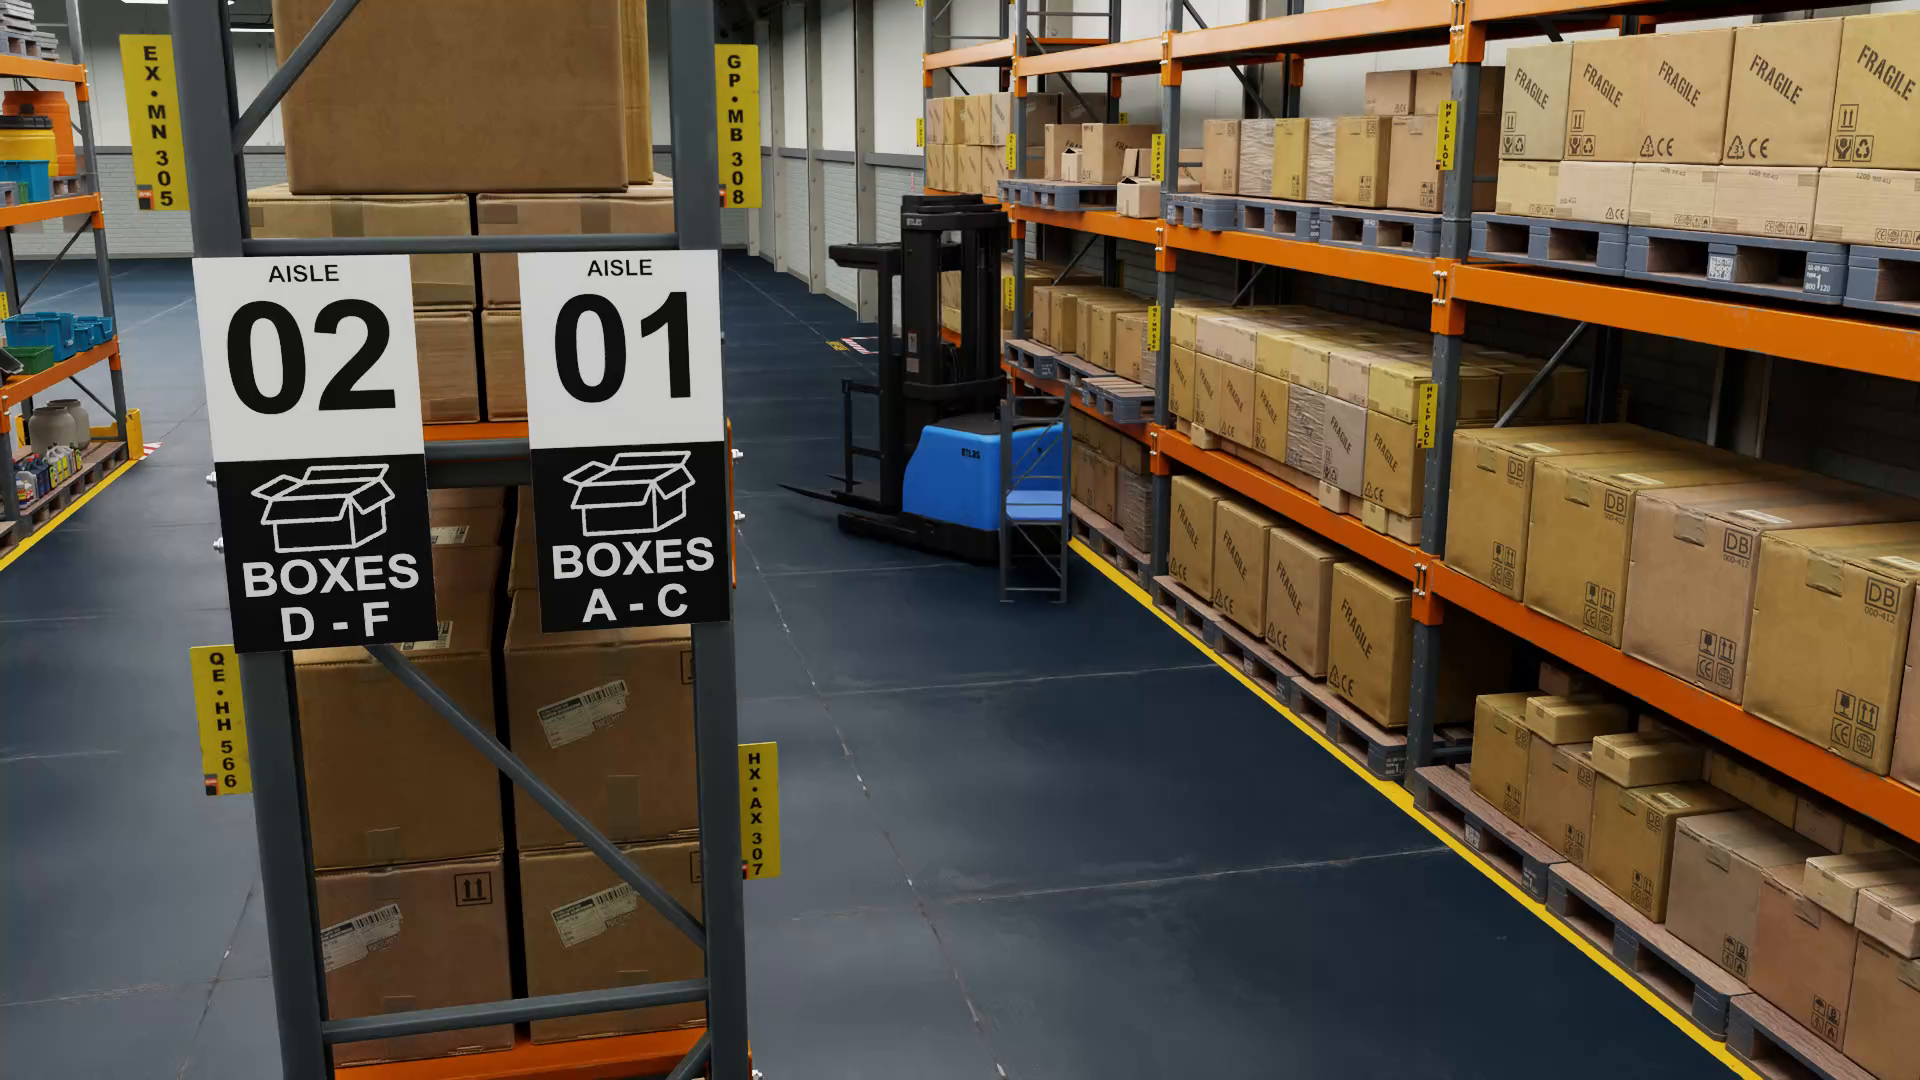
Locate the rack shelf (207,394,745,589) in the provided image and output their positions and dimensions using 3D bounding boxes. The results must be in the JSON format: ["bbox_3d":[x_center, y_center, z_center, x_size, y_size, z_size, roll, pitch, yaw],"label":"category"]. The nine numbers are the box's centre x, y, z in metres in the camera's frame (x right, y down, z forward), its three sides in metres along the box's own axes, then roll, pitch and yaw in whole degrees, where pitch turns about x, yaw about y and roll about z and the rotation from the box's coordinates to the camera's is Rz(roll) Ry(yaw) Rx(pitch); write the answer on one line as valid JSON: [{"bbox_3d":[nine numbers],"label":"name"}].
[{"bbox_3d":[-1.457,-0.503,5.362,1.077,0.370,4.000,-3,14,-13],"label":"rack shelf"}]

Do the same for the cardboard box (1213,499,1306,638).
[{"bbox_3d":[2.193,0.163,11.084,0.750,0.750,0.750,-3,14,-13],"label":"cardboard box"}]

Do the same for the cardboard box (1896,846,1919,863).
[{"bbox_3d":[3.669,1.229,6.091,0.380,0.149,0.250,-3,14,-13],"label":"cardboard box"}]

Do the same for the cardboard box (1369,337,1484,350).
[{"bbox_3d":[2.781,-1.057,9.975,0.500,0.250,0.500,-4,14,-15],"label":"cardboard box"}]

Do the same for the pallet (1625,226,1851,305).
[{"bbox_3d":[3.352,-1.078,6.384,1.003,0.211,1.213,-3,14,-13],"label":"pallet"}]

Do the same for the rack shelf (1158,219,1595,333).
[{"bbox_3d":[2.418,-1.703,10.273,1.077,0.370,4.000,-3,14,-13],"label":"rack shelf"}]

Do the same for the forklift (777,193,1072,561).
[{"bbox_3d":[-0.433,-1.531,14.518,1.130,2.935,3.031,-13,19,-42],"label":"forklift"}]

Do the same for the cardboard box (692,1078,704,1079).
[{"bbox_3d":[-1.074,1.816,5.540,0.500,0.250,0.500,-3,14,-13],"label":"cardboard box"}]

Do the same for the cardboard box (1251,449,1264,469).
[{"bbox_3d":[2.129,-0.560,10.887,0.380,0.149,0.250,-3,14,-12],"label":"cardboard box"}]

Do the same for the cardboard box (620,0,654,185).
[{"bbox_3d":[-1.159,-1.163,4.230,0.700,0.500,0.500,-3,14,-13],"label":"cardboard box"}]

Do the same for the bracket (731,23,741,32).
[{"bbox_3d":[-6.219,-14.257,46.238,0.235,0.232,0.430,-3,14,-13],"label":"bracket"}]

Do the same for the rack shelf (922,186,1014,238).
[{"bbox_3d":[0.539,-3.548,17.827,1.077,0.370,4.000,-3,14,-13],"label":"rack shelf"}]

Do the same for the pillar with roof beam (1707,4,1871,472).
[{"bbox_3d":[-0.292,-2.695,6.497,9.100,9.000,0.400,-3,14,-13],"label":"pillar with roof beam"}]

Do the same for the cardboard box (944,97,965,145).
[{"bbox_3d":[0.123,-4.565,18.111,0.500,0.500,0.500,-3,14,-12],"label":"cardboard box"}]

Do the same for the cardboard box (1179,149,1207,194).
[{"bbox_3d":[2.002,-2.751,12.794,0.500,0.500,0.500,-3,14,-13],"label":"cardboard box"}]

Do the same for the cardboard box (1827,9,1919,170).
[{"bbox_3d":[3.283,-1.482,5.493,0.500,0.500,0.500,-3,14,-11],"label":"cardboard box"}]

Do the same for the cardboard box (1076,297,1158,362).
[{"bbox_3d":[1.404,-1.843,14.512,0.700,0.500,0.500,-1,14,-5],"label":"cardboard box"}]

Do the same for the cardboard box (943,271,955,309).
[{"bbox_3d":[0.111,-2.842,18.435,0.500,0.500,0.500,-4,14,-15],"label":"cardboard box"}]

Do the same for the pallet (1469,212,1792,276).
[{"bbox_3d":[3.069,-1.359,7.534,1.003,0.211,1.213,-3,14,-13],"label":"pallet"}]

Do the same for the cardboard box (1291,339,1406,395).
[{"bbox_3d":[2.298,-1.031,9.865,0.500,0.250,0.500,-3,14,-12],"label":"cardboard box"}]

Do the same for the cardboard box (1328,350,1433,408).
[{"bbox_3d":[2.418,-0.913,9.384,0.500,0.250,0.500,-3,14,-12],"label":"cardboard box"}]

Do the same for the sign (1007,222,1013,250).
[{"bbox_3d":[0.613,-3.644,19.918,0.100,0.325,0.005,-3,14,-13],"label":"sign"}]

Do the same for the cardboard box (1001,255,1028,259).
[{"bbox_3d":[0.495,-2.990,19.038,0.500,0.500,0.500,-3,14,-12],"label":"cardboard box"}]

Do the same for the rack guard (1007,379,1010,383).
[{"bbox_3d":[0.087,-1.670,20.211,1.175,0.500,0.348,-3,14,-13],"label":"rack guard"}]

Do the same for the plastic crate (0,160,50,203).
[{"bbox_3d":[-8.820,-3.376,15.639,0.392,0.384,0.575,-3,14,-13],"label":"plastic crate"}]

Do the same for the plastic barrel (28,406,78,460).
[{"bbox_3d":[-9.214,-1.082,16.894,0.421,0.512,0.421,0,14,0],"label":"plastic barrel"}]

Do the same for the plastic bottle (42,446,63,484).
[{"bbox_3d":[-8.552,-0.705,15.647,0.144,0.351,0.185,-3,14,-14],"label":"plastic bottle"}]

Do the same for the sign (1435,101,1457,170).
[{"bbox_3d":[2.362,-1.963,8.067,0.100,0.325,0.005,-3,14,-13],"label":"sign"}]

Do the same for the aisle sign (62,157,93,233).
[{"bbox_3d":[-9.289,-3.646,17.553,0.394,0.787,0.004,-3,14,-13],"label":"aisle sign"}]

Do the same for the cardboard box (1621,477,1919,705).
[{"bbox_3d":[3.345,0.182,6.728,0.980,0.700,0.700,-4,14,-16],"label":"cardboard box"}]

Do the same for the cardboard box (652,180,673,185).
[{"bbox_3d":[-0.966,-0.810,4.365,0.500,0.250,0.500,-3,14,-13],"label":"cardboard box"}]

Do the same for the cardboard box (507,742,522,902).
[{"bbox_3d":[-1.482,0.810,4.582,0.500,0.500,0.500,-3,14,-13],"label":"cardboard box"}]

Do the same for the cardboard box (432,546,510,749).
[{"bbox_3d":[-1.479,0.328,4.448,0.500,0.500,0.500,-3,14,-12],"label":"cardboard box"}]

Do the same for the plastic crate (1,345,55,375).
[{"bbox_3d":[-8.666,-1.653,15.320,0.450,0.188,0.662,-3,14,-13],"label":"plastic crate"}]

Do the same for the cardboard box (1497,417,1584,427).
[{"bbox_3d":[3.024,-0.457,9.097,0.500,0.500,0.500,-4,14,-15],"label":"cardboard box"}]

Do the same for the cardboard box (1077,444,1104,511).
[{"bbox_3d":[1.448,-0.574,14.794,0.700,0.500,0.500,-3,14,-13],"label":"cardboard box"}]

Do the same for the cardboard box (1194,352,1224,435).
[{"bbox_3d":[1.927,-1.012,11.368,0.500,0.500,0.500,-3,14,-11],"label":"cardboard box"}]

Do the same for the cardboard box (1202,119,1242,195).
[{"bbox_3d":[2.115,-2.669,11.575,0.700,0.500,0.500,-4,14,-18],"label":"cardboard box"}]

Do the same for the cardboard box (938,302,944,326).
[{"bbox_3d":[0.011,-2.590,18.981,0.500,0.250,0.500,-4,14,-15],"label":"cardboard box"}]

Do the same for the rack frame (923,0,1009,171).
[{"bbox_3d":[0.069,-5.816,19.274,1.000,3.000,0.127,-3,14,-13],"label":"rack frame"}]

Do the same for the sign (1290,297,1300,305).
[{"bbox_3d":[2.487,-1.651,12.424,0.100,0.325,0.005,-3,14,-13],"label":"sign"}]

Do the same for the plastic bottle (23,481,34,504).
[{"bbox_3d":[-8.318,-0.426,14.821,0.097,0.201,0.097,0,14,0],"label":"plastic bottle"}]

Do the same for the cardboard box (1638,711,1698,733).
[{"bbox_3d":[3.310,0.877,7.531,0.380,0.149,0.250,-4,14,-15],"label":"cardboard box"}]

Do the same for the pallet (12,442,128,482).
[{"bbox_3d":[-9.312,-0.793,17.227,1.003,0.211,1.213,-3,14,-13],"label":"pallet"}]

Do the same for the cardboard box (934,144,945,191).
[{"bbox_3d":[-0.004,-4.201,18.727,0.500,0.500,0.500,-2,14,-9],"label":"cardboard box"}]

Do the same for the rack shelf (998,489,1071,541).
[{"bbox_3d":[0.585,-0.204,12.859,0.538,0.185,1.000,1,14,4],"label":"rack shelf"}]

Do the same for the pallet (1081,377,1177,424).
[{"bbox_3d":[1.677,-1.122,13.103,1.213,0.211,1.003,-3,14,-13],"label":"pallet"}]

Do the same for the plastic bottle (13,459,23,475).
[{"bbox_3d":[-8.548,-0.555,15.035,0.144,0.351,0.185,-3,14,-13],"label":"plastic bottle"}]

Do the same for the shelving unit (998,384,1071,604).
[{"bbox_3d":[0.585,-0.379,12.816,0.538,1.500,1.048,1,14,4],"label":"shelving unit"}]

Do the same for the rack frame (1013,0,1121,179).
[{"bbox_3d":[1.008,-4.894,15.497,1.000,3.000,0.127,-3,14,-13],"label":"rack frame"}]

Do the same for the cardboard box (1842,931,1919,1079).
[{"bbox_3d":[3.565,1.643,5.763,0.700,0.500,0.500,-3,14,-13],"label":"cardboard box"}]

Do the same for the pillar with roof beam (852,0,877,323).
[{"bbox_3d":[-5.929,-8.232,29.159,9.100,9.000,0.400,-3,14,-13],"label":"pillar with roof beam"}]

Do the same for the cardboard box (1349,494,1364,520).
[{"bbox_3d":[2.434,-0.203,9.424,0.380,0.149,0.250,-3,14,-11],"label":"cardboard box"}]
